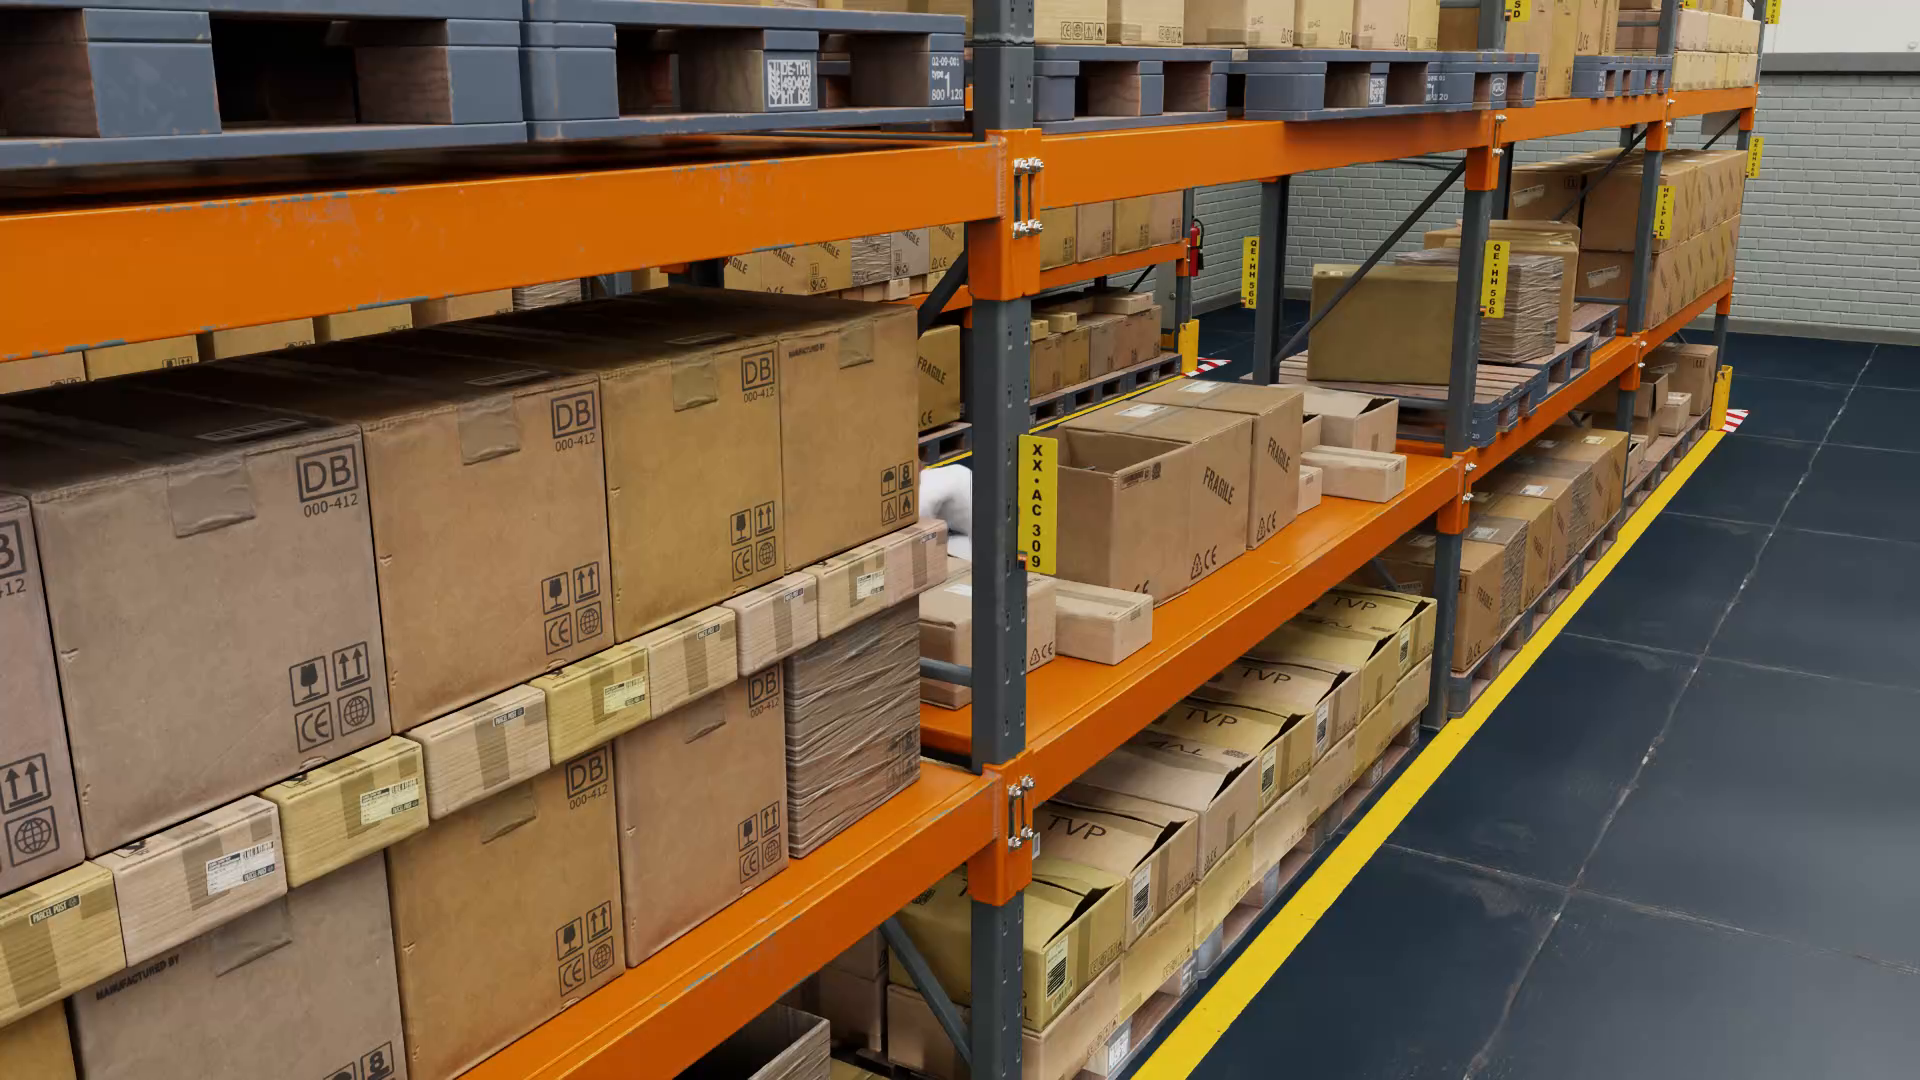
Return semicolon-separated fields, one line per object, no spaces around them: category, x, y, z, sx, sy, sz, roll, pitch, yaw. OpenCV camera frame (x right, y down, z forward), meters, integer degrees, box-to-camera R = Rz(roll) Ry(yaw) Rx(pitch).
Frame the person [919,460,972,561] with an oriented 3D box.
person;-0.011;0.044;8.828;0.947;1.001;0.580;9;18;29
